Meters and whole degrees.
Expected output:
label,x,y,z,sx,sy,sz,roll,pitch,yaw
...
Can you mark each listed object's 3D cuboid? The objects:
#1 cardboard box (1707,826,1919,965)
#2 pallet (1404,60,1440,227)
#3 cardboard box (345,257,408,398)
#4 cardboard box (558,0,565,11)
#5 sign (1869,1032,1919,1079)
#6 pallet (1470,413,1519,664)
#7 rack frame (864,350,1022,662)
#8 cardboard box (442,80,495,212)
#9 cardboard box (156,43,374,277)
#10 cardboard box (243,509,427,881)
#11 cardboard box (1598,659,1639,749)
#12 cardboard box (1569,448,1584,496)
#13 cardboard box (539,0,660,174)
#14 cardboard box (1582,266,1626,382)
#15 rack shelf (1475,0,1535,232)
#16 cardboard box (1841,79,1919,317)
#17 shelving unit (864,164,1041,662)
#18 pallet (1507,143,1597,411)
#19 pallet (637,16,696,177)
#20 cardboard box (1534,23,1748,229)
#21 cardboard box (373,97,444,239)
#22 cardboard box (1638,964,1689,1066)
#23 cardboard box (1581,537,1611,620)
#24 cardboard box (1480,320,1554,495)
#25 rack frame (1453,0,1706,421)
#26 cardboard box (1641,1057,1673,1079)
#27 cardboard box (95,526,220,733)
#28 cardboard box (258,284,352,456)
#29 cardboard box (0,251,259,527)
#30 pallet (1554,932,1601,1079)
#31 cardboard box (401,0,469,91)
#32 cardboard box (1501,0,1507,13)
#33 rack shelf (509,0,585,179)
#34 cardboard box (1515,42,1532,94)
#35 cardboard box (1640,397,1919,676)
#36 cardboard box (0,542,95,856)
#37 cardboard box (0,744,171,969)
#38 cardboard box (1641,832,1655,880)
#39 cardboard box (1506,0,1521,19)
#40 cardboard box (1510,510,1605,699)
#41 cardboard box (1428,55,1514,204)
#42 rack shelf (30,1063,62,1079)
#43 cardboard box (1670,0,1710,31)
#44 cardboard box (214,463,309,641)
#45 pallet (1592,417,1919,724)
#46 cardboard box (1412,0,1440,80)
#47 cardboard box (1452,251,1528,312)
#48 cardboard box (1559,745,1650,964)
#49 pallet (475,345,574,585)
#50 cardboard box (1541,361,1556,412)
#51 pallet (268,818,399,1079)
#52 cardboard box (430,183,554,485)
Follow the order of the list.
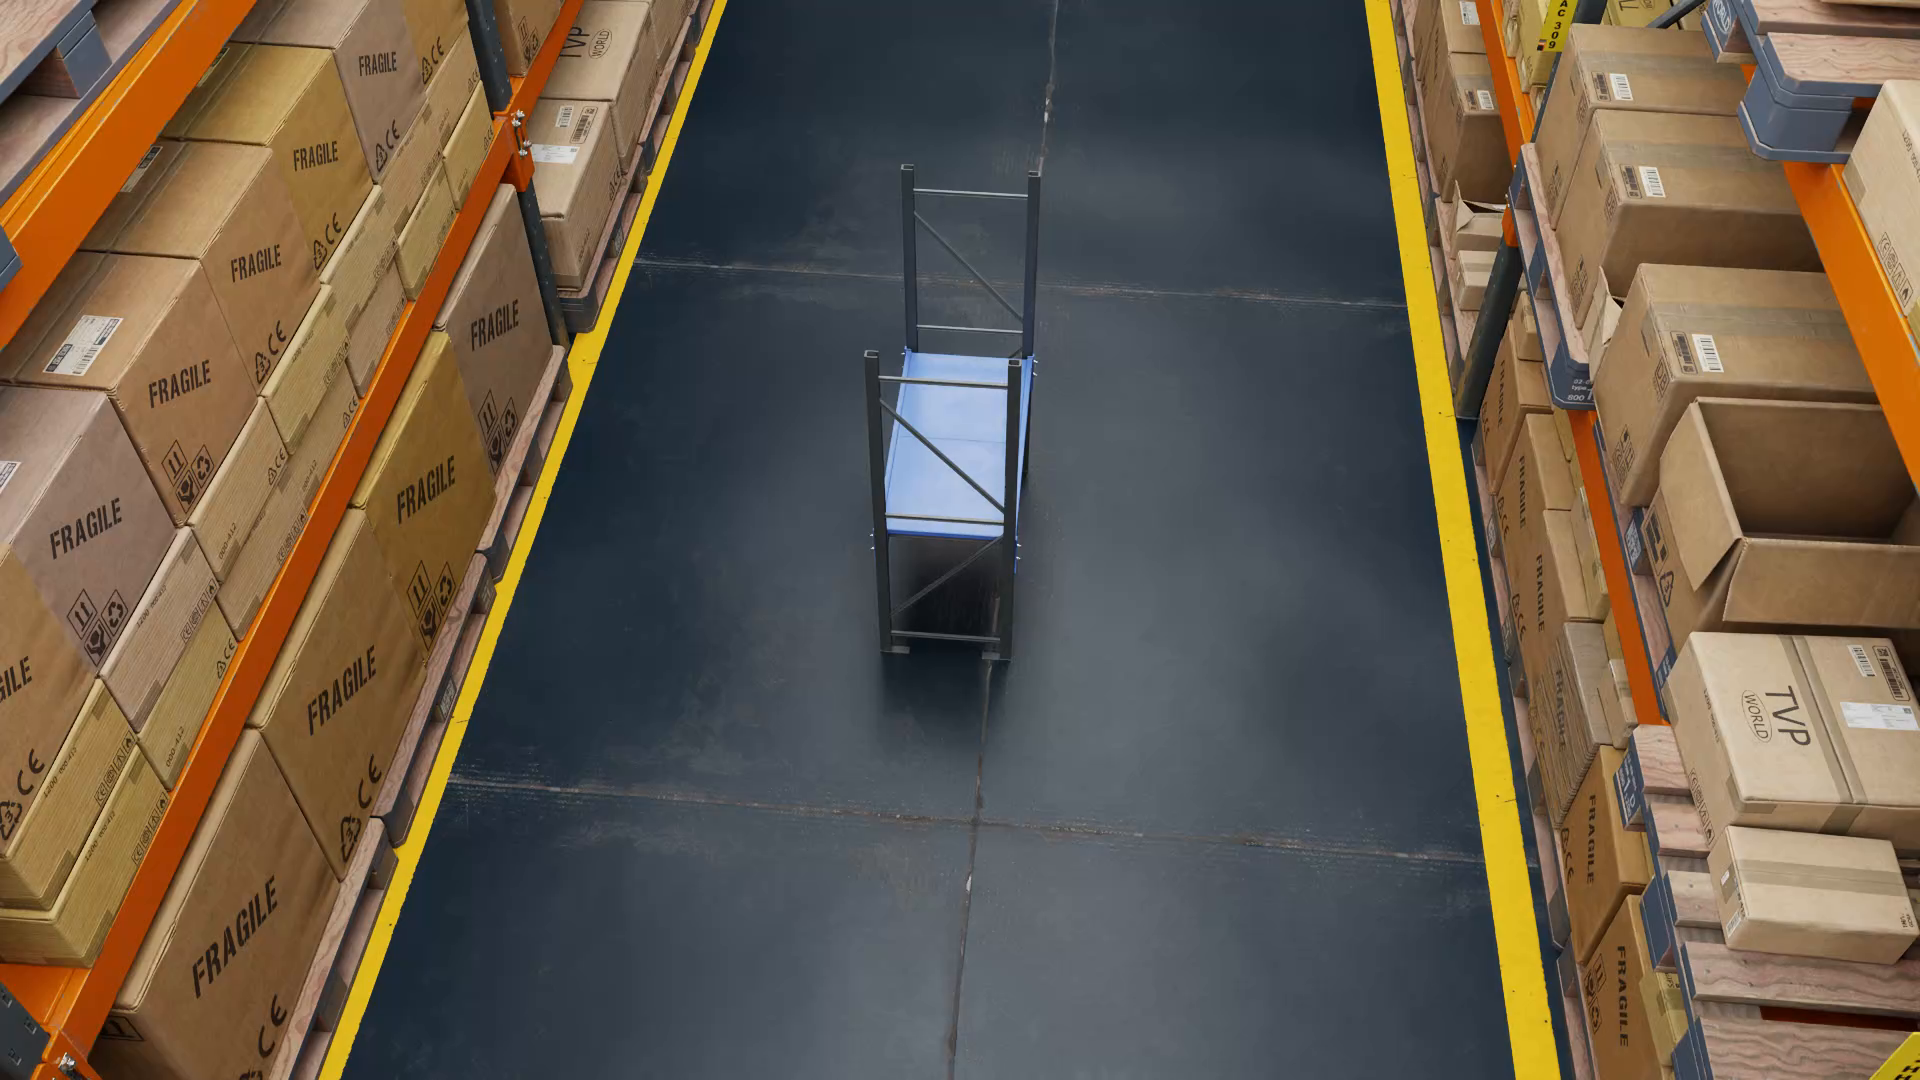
label,x,y,z,sx,sy,sz,roll,pitch,yaw
cardboard box,1.980,0.825,3.874,0.380,0.149,0.250,5,48,4
pallet,2.839,-2.011,8.472,1.003,0.211,1.213,4,48,4
cardboard box,-2.179,-0.739,5.520,0.500,0.250,0.500,3,48,2
cardboard box,-1.923,-2.610,7.063,0.500,0.500,0.500,4,48,4
sign,1.761,0.997,3.100,0.100,0.325,0.005,4,48,4
pallet,2.630,-0.007,6.639,1.003,0.211,1.213,4,48,4
rack frame,-0.054,-0.070,5.824,0.500,1.500,0.032,4,48,4
cardboard box,-2.066,-1.482,6.201,0.500,0.250,0.500,3,48,3
cardboard box,-2.173,-1.154,5.053,0.500,0.500,0.500,5,48,5
cardboard box,-2.410,0.478,5.461,0.875,0.875,0.875,4,48,4
cardboard box,2.244,0.521,5.236,0.380,0.149,0.250,2,48,2
cardboard box,2.397,-0.219,5.914,0.380,0.149,0.250,3,48,3
cardboard box,-2.032,-2.269,8.270,0.875,0.438,0.875,3,48,2
cardboard box,2.158,-0.650,5.144,0.396,0.266,0.258,6,48,5
rack shelf,2.849,-2.775,7.769,1.077,0.370,4.000,4,48,4
cardboard box,2.198,-0.701,3.454,0.500,0.250,0.500,4,48,4
shelving unit,-0.008,-0.443,6.165,0.538,1.500,1.048,4,48,4
pallet,2.485,-0.904,5.700,1.003,0.211,1.213,4,48,4
pallet,-2.021,-2.391,8.820,1.003,0.211,1.213,4,48,4
cardboard box,2.400,-1.383,5.656,0.700,0.500,0.500,5,48,5
cardboard box,-2.113,-1.290,5.685,0.500,0.250,0.500,5,48,4
cardboard box,2.089,1.291,4.532,0.380,0.149,0.250,2,48,2
cardboard box,2.313,0.144,5.581,0.380,0.149,0.250,5,48,5
cardboard box,2.399,-0.506,6.616,0.500,0.500,0.500,6,48,5
rack frame,2.667,-1.548,6.159,1.000,3.000,0.127,4,48,4
cardboard box,2.127,1.768,4.536,0.500,0.500,0.500,5,48,5
cardboard box,-2.301,0.206,4.317,0.500,0.250,0.500,5,48,4
cardboard box,-2.184,-0.531,4.992,0.500,0.250,0.500,5,48,4
cardboard box,-2.255,-0.402,4.365,0.500,0.500,0.500,5,48,5
pallet,2.408,1.786,4.999,1.003,0.211,1.213,4,48,4
cardboard box,-2.067,-1.906,5.741,0.500,0.500,0.500,5,48,5
cardboard box,2.497,-2.291,7.009,0.380,0.149,0.250,5,48,5
rack shelf,-2.094,-3.106,8.072,1.077,0.370,4.000,4,48,4
cardboard box,2.446,-1.908,6.658,0.380,0.149,0.250,5,48,5
cardboard box,2.267,0.002,4.386,0.797,0.503,0.637,3,48,3
cardboard box,-2.353,0.343,3.684,0.500,0.500,0.500,2,48,2
cardboard box,-2.346,0.768,4.143,0.500,0.250,0.500,3,48,3
cardboard box,2.226,0.910,4.881,0.380,0.149,0.250,5,48,5
cardboard box,2.501,-2.358,6.800,0.500,0.250,0.500,4,48,4
cardboard box,2.310,0.252,5.922,0.500,0.500,0.500,3,48,2
cardboard box,2.670,-1.954,7.940,0.700,0.500,0.500,2,48,2
rack shelf,-2.823,2.772,2.695,1.077,0.370,4.000,4,48,4
cardboard box,2.981,-1.944,6.421,0.500,0.250,0.500,3,48,3
cardboard box,-2.263,0.004,4.841,0.500,0.250,0.500,5,48,5
pallet,2.475,0.026,4.849,1.003,0.211,1.213,4,48,4
cardboard box,2.765,-2.717,8.638,0.700,0.500,0.500,6,48,5
cardboard box,2.425,-1.157,7.449,0.380,0.149,0.250,3,48,2
cardboard box,2.228,1.016,5.223,0.500,0.500,0.500,6,48,5
pallet,-2.272,-0.366,6.968,1.003,0.211,1.213,4,48,4
cardboard box,2.421,-0.611,6.272,0.380,0.149,0.250,3,48,2
pallet,-2.494,1.427,5.328,1.003,0.211,1.213,4,48,4
cardboard box,-2.253,-0.843,6.670,0.875,0.875,0.875,5,48,5
